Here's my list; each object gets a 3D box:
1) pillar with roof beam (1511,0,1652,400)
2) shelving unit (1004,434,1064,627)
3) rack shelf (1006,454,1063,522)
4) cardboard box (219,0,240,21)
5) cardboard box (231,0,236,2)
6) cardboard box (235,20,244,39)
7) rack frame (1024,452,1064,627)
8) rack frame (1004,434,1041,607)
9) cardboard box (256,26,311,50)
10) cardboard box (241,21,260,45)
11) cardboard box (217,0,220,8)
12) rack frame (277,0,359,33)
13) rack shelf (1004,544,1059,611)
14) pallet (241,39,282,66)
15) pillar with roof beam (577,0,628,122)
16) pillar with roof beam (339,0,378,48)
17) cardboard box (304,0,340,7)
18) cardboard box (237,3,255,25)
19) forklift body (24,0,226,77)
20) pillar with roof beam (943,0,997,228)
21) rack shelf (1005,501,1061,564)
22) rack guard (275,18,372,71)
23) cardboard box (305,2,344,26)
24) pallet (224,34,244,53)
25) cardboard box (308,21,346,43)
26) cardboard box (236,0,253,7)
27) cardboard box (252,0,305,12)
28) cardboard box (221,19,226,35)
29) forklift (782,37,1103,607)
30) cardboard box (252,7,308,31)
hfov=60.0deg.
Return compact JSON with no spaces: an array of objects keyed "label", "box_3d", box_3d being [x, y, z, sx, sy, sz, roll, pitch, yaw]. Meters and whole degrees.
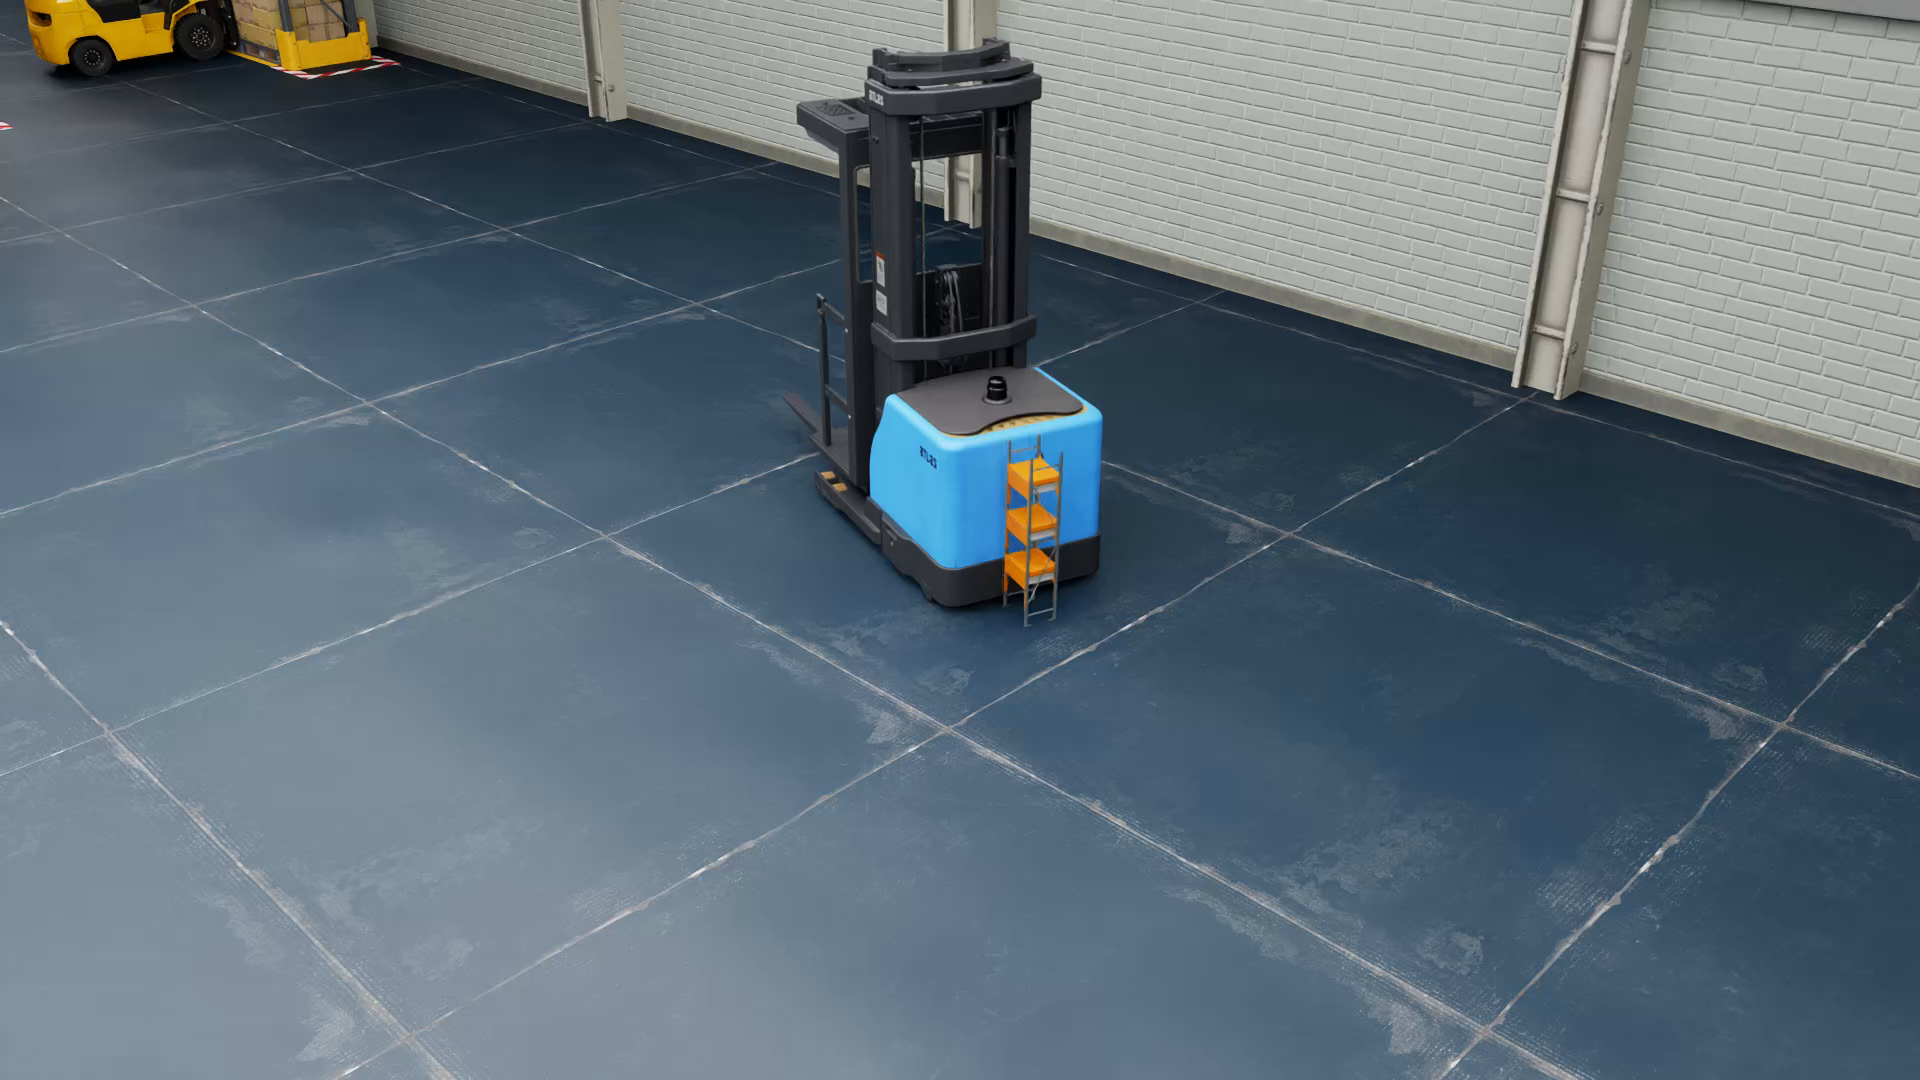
[{"label":"pillar with roof beam","box_3d":[1.352,-3.694,7.606,0.400,9.000,9.100,25,36,38]},{"label":"shelving unit","box_3d":[0.401,-0.045,9.200,0.215,1.050,0.252,-13,32,-24]},{"label":"rack shelf","box_3d":[0.404,-0.283,9.067,0.215,0.259,0.240,-13,32,-24]},{"label":"cardboard box","box_3d":[-9.900,-7.388,23.043,0.500,0.250,0.500,24,36,37]},{"label":"cardboard box","box_3d":[-9.883,-7.598,22.906,0.500,0.250,0.500,-25,37,-39]},{"label":"cardboard box","box_3d":[-9.856,-7.163,23.153,0.500,0.250,0.500,-25,37,-39]},{"label":"rack frame","box_3d":[0.456,0.009,9.105,0.200,1.050,0.008,-13,32,-24]},{"label":"rack frame","box_3d":[0.346,-0.098,9.294,0.200,1.050,0.008,-13,32,-24]},{"label":"cardboard box","box_3d":[-9.157,-6.831,22.522,0.500,0.250,0.500,25,37,39]},{"label":"cardboard box","box_3d":[-9.505,-6.997,22.836,0.500,0.250,0.500,25,36,38]},{"label":"cardboard box","box_3d":[-10.254,-7.552,23.356,0.500,0.250,0.500,24,36,38]},{"label":"rack frame","box_3d":[-8.601,-7.814,21.888,0.127,3.000,1.000,25,36,38]},{"label":"rack shelf","box_3d":[0.398,0.208,9.340,0.215,0.259,0.240,-13,32,-24]},{"label":"pallet","box_3d":[-9.175,-6.815,22.985,1.213,0.211,1.003,25,36,38]},{"label":"pillar with roof beam","box_3d":[-7.205,-7.609,15.052,0.400,9.000,9.100,25,36,38]},{"label":"pillar with roof beam","box_3d":[-11.483,-9.567,18.775,0.400,9.000,9.100,25,36,38]},{"label":"cardboard box","box_3d":[-8.811,-7.445,22.615,0.500,0.250,0.500,24,36,38]},{"label":"cardboard box","box_3d":[-9.517,-7.226,22.736,0.500,0.250,0.500,24,36,38]},{"label":"forklift body","box_3d":[-11.232,-7.452,22.110,1.214,2.155,2.313,25,36,38]},{"label":"pillar with roof beam","box_3d":[-2.927,-5.651,11.329,0.400,9.000,9.100,25,36,38]},{"label":"rack shelf","box_3d":[0.401,-0.035,9.205,0.215,0.259,0.240,-13,32,-24]},{"label":"rack guard","box_3d":[-8.583,-6.700,22.454,0.348,0.500,1.175,25,36,38]},{"label":"cardboard box","box_3d":[-8.790,-7.226,22.736,0.500,0.250,0.500,-25,36,-38]},{"label":"pallet","box_3d":[-10.041,-7.213,23.742,1.213,0.211,1.003,25,36,38]},{"label":"cardboard box","box_3d":[-8.814,-7.008,22.858,0.500,0.250,0.500,25,37,39]},{"label":"cardboard box","box_3d":[-9.516,-7.437,22.599,0.500,0.250,0.500,-25,36,-38]},{"label":"cardboard box","box_3d":[-9.148,-7.272,22.286,0.500,0.250,0.500,-24,36,-38]},{"label":"cardboard box","box_3d":[-10.242,-7.325,23.461,0.500,0.250,0.500,-24,36,-38]},{"label":"forklift","box_3d":[-0.287,-1.579,10.103,1.130,2.935,3.031,-13,30,-23]},{"label":"cardboard box","box_3d":[-9.167,-7.059,22.418,0.500,0.250,0.500,24,36,38]}]
